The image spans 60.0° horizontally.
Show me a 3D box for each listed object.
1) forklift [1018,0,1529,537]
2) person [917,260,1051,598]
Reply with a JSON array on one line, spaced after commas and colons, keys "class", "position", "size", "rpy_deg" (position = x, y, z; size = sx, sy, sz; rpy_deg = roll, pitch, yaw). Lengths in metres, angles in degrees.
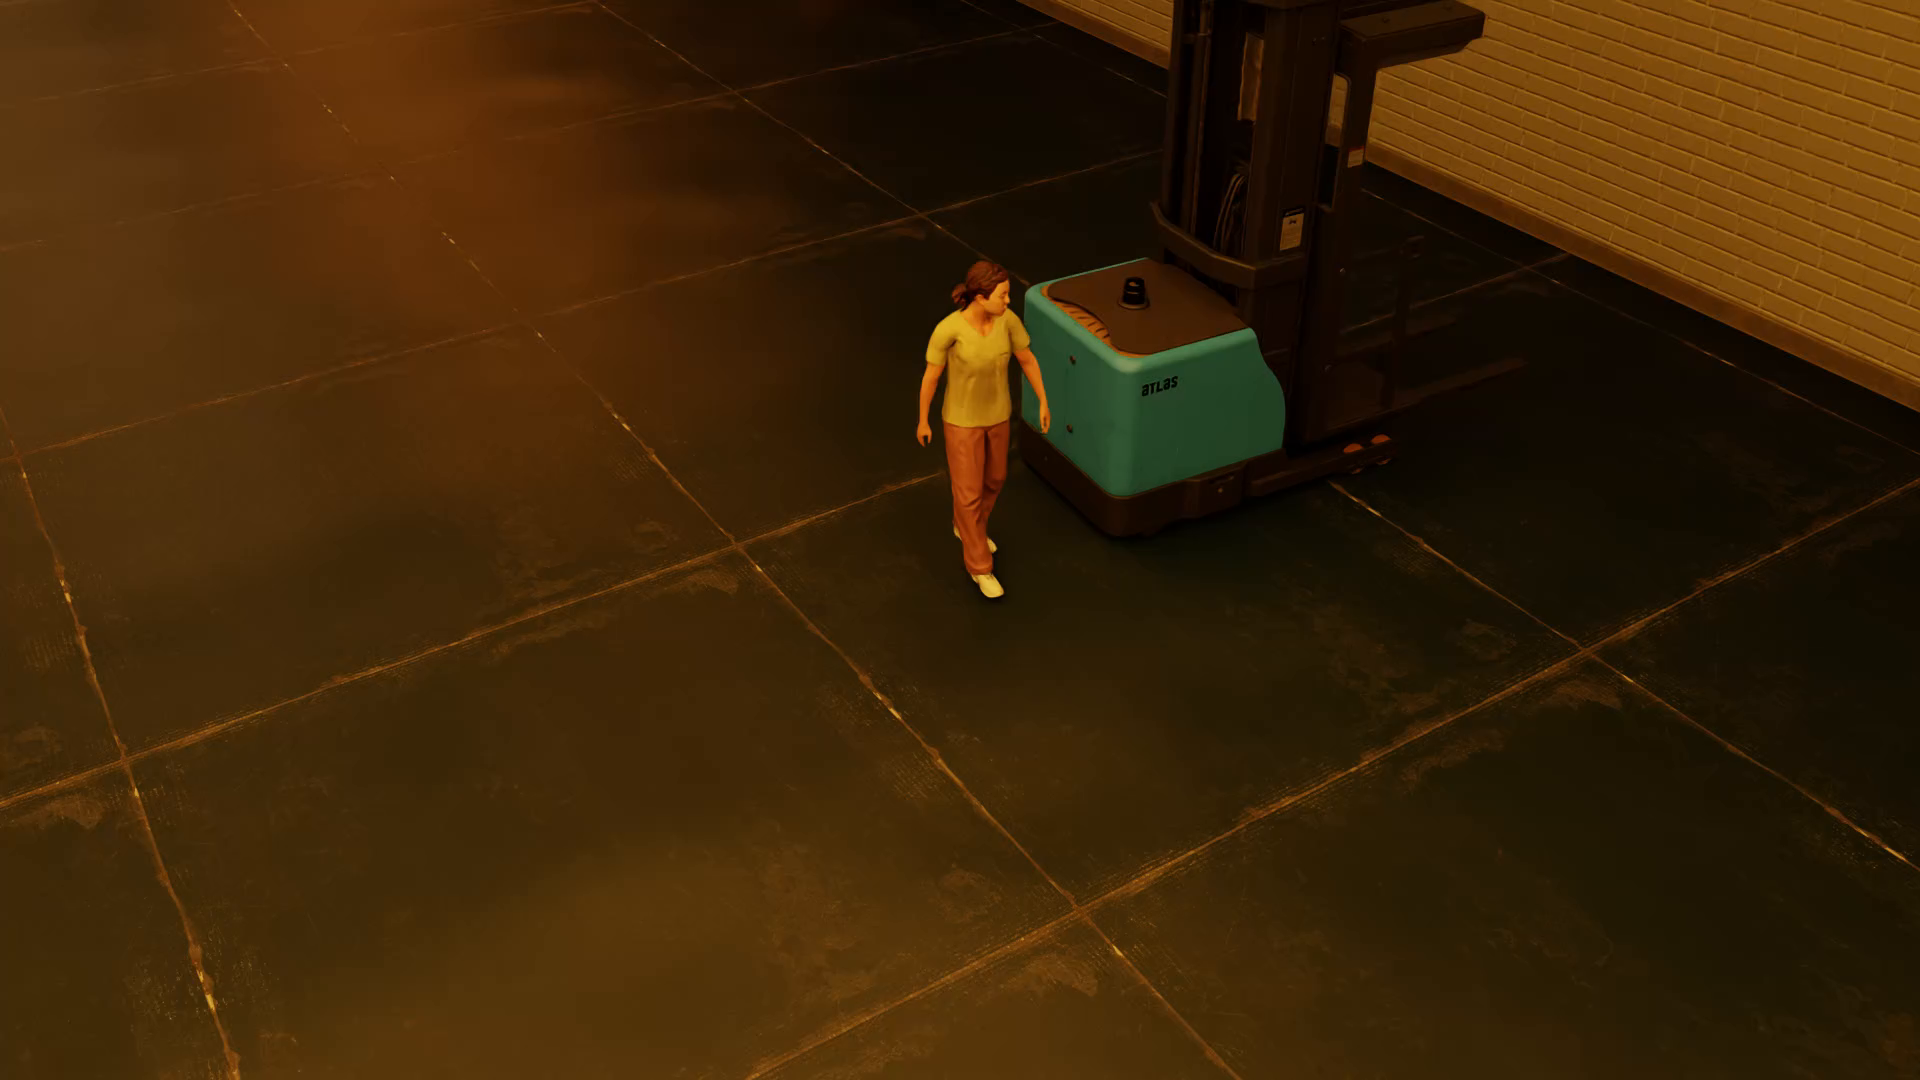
[{"class": "forklift", "position": [1.866, -1.815, 8.731], "size": [3.031, 2.935, 1.130], "rpy_deg": [-17, 39, -23]}, {"class": "person", "position": [0.145, -0.554, 8.054], "size": [0.628, 1.650, 0.682], "rpy_deg": [-19, 39, -24]}]
